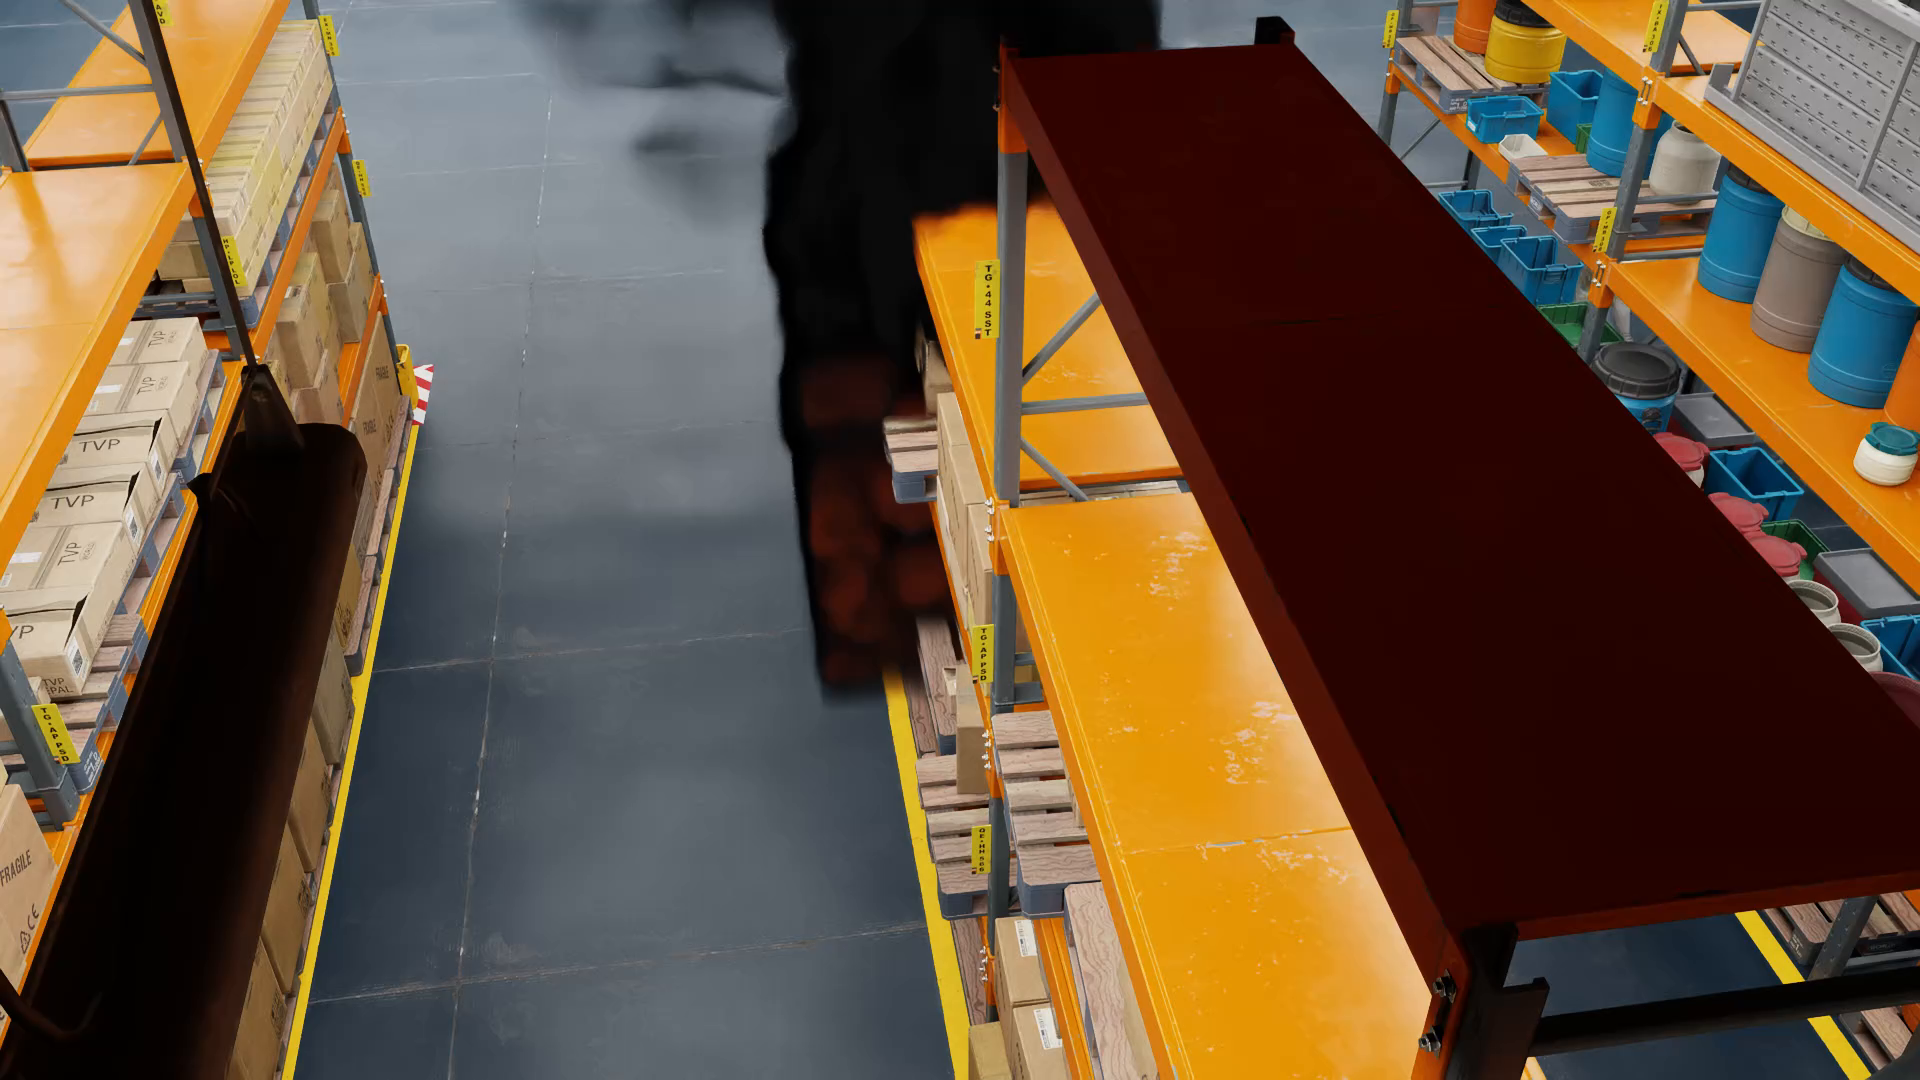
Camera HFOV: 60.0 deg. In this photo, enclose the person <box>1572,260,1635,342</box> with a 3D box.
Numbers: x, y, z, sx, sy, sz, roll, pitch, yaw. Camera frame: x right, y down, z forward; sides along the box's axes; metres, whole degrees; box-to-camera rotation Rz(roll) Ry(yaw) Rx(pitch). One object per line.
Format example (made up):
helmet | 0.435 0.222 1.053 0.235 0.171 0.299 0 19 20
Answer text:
person | 6.094 -2.576 15.480 0.684 1.845 0.725 -11 38 -15
